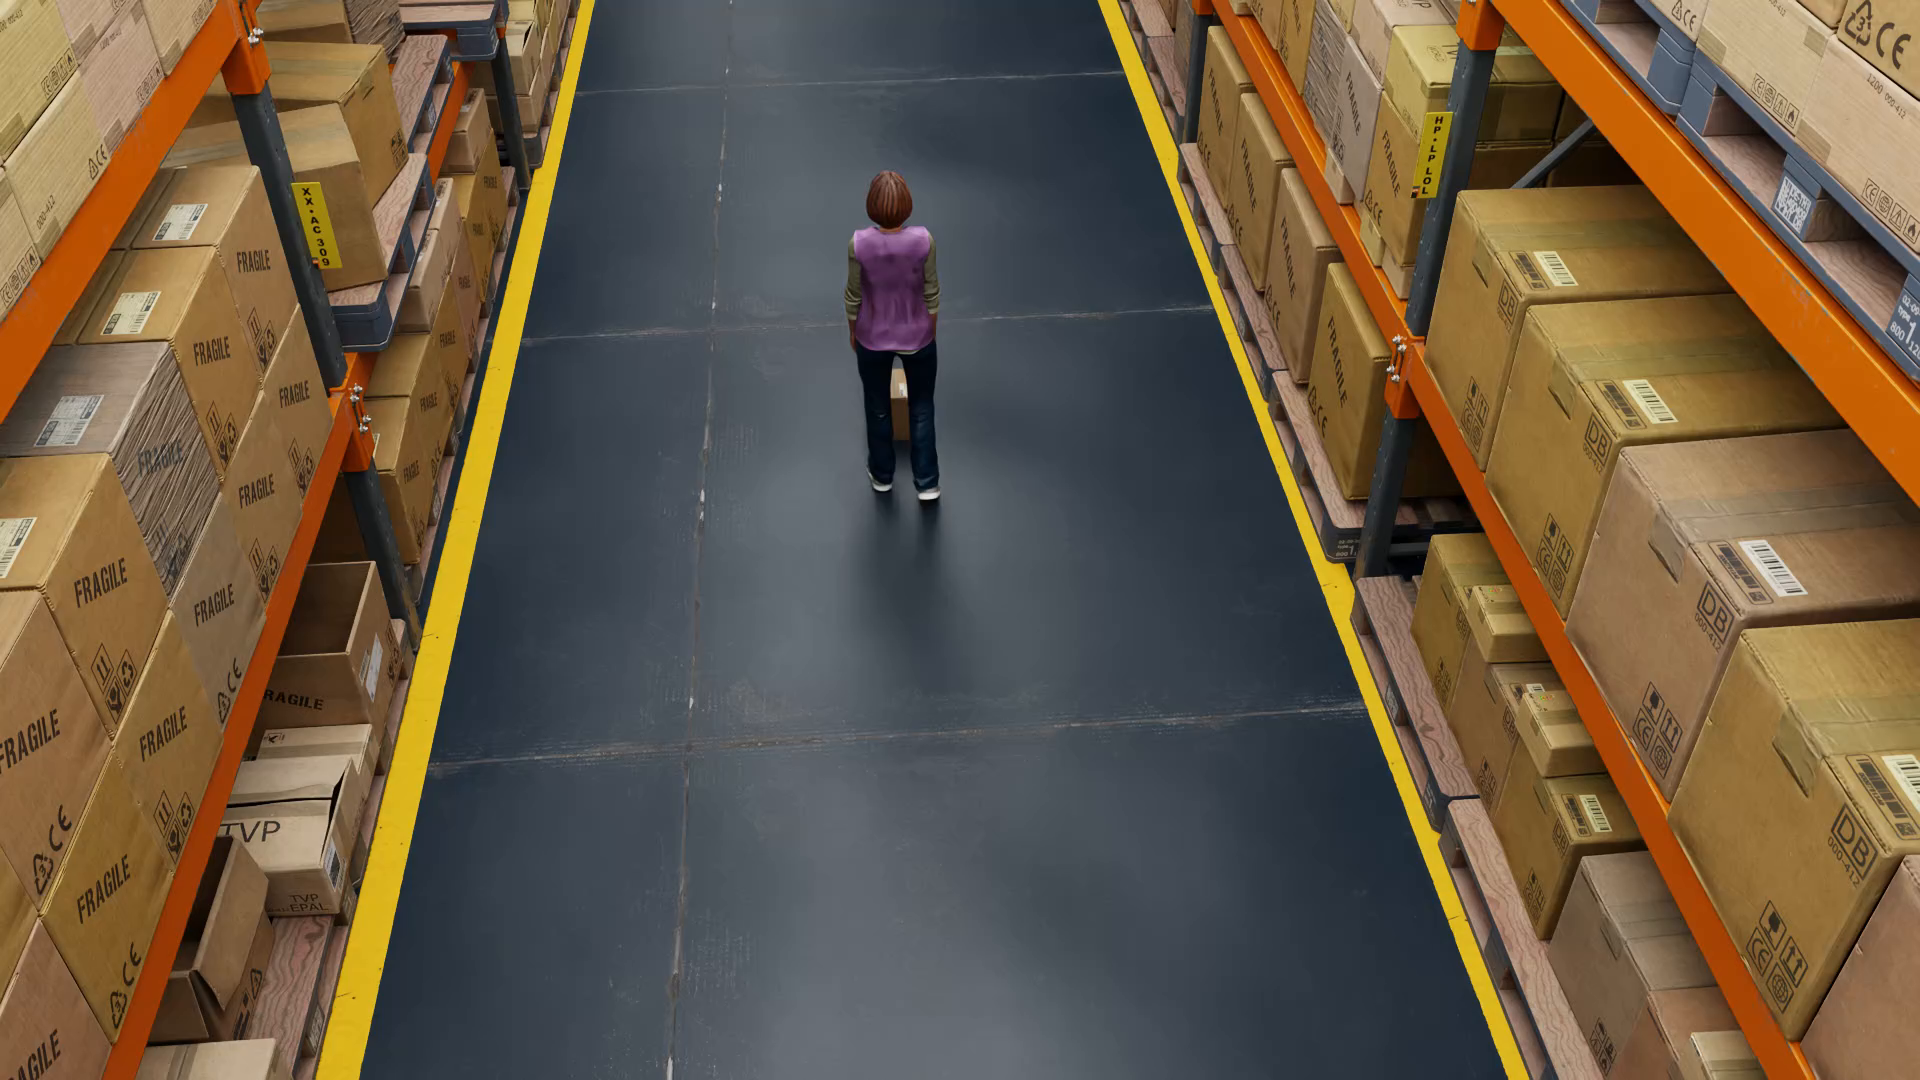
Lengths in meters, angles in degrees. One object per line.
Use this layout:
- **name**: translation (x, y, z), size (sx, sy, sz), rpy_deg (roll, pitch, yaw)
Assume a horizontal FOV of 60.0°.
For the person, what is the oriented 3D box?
- **person**: translation (-0.290, -0.853, 7.231), size (0.413, 1.652, 0.391), rpy_deg (-2, 40, -3)
